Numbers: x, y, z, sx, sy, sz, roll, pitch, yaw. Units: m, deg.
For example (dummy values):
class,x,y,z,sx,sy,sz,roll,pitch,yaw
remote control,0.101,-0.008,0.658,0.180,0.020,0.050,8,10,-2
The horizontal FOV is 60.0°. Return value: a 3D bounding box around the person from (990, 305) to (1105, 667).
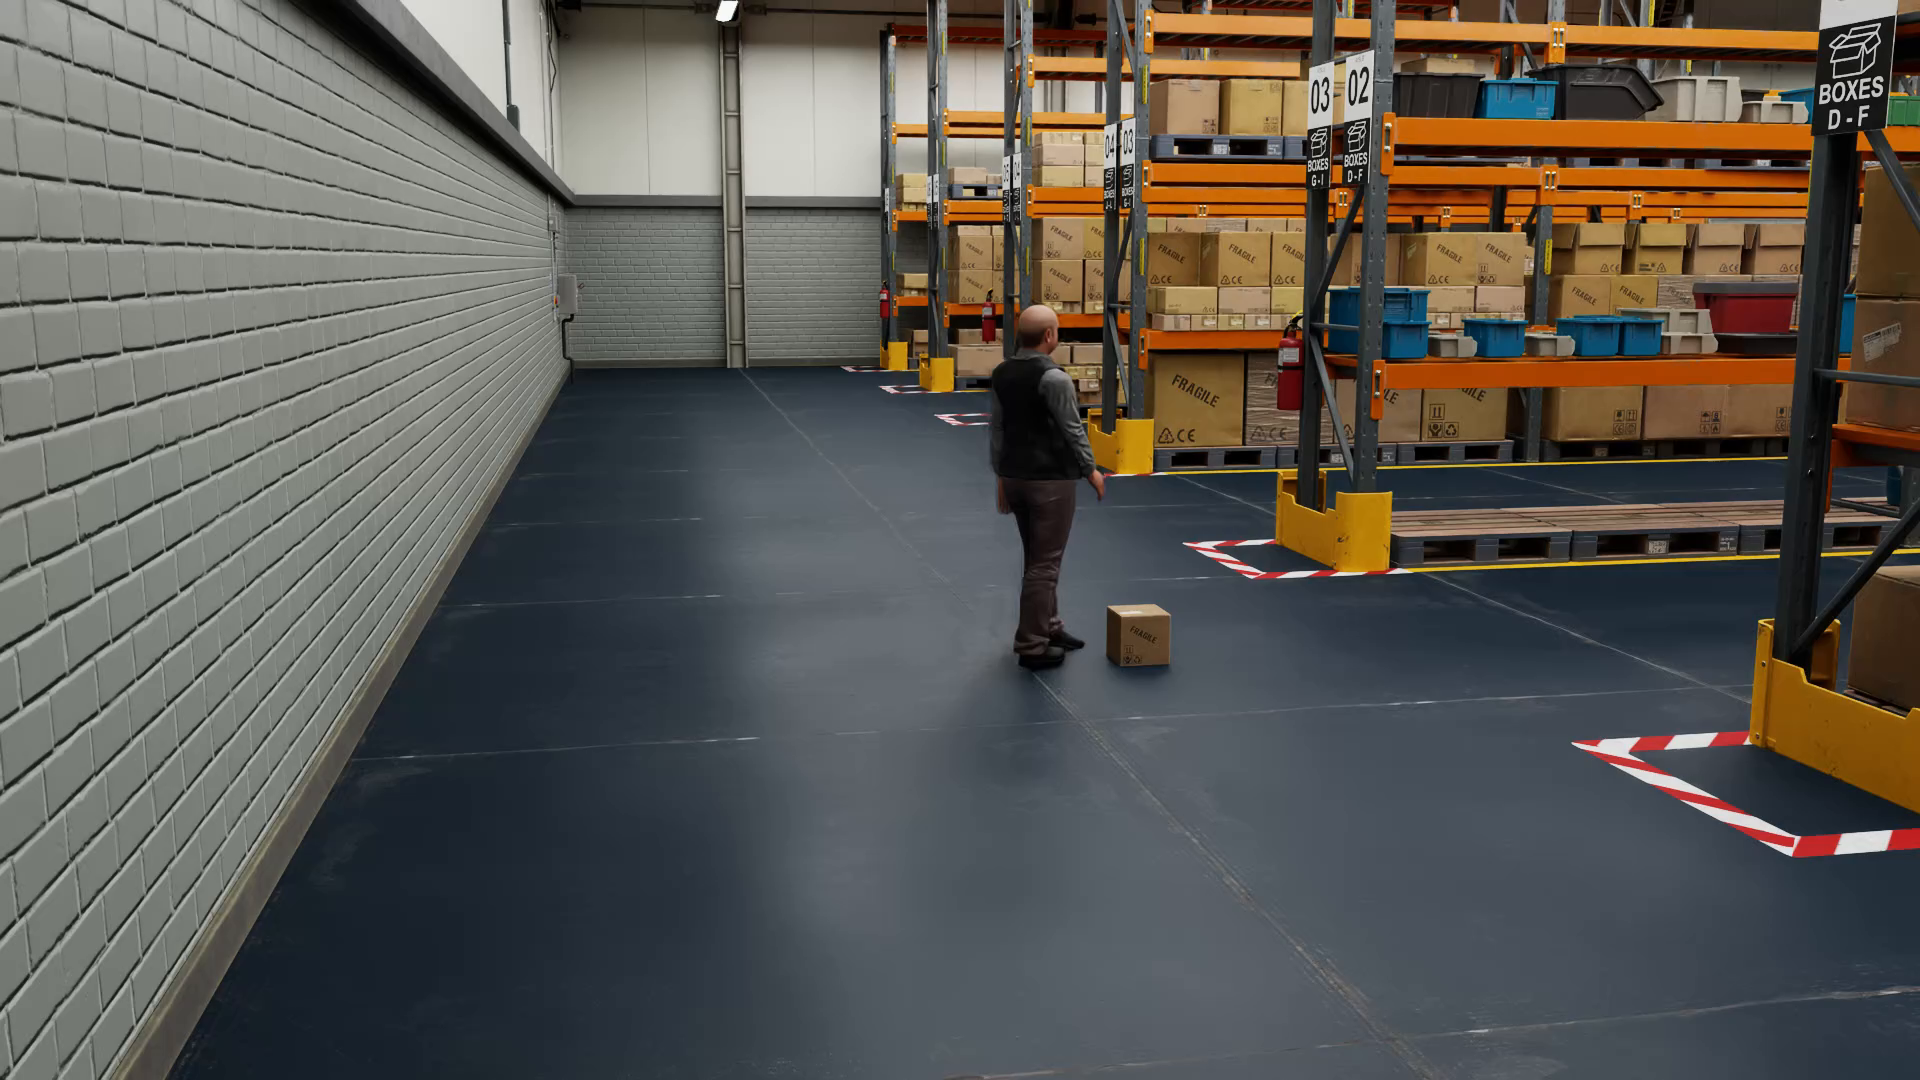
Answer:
class,x,y,z,sx,sy,sz,roll,pitch,yaw
person,0.470,-0.260,8.021,0.602,1.734,0.546,-6,11,-32
